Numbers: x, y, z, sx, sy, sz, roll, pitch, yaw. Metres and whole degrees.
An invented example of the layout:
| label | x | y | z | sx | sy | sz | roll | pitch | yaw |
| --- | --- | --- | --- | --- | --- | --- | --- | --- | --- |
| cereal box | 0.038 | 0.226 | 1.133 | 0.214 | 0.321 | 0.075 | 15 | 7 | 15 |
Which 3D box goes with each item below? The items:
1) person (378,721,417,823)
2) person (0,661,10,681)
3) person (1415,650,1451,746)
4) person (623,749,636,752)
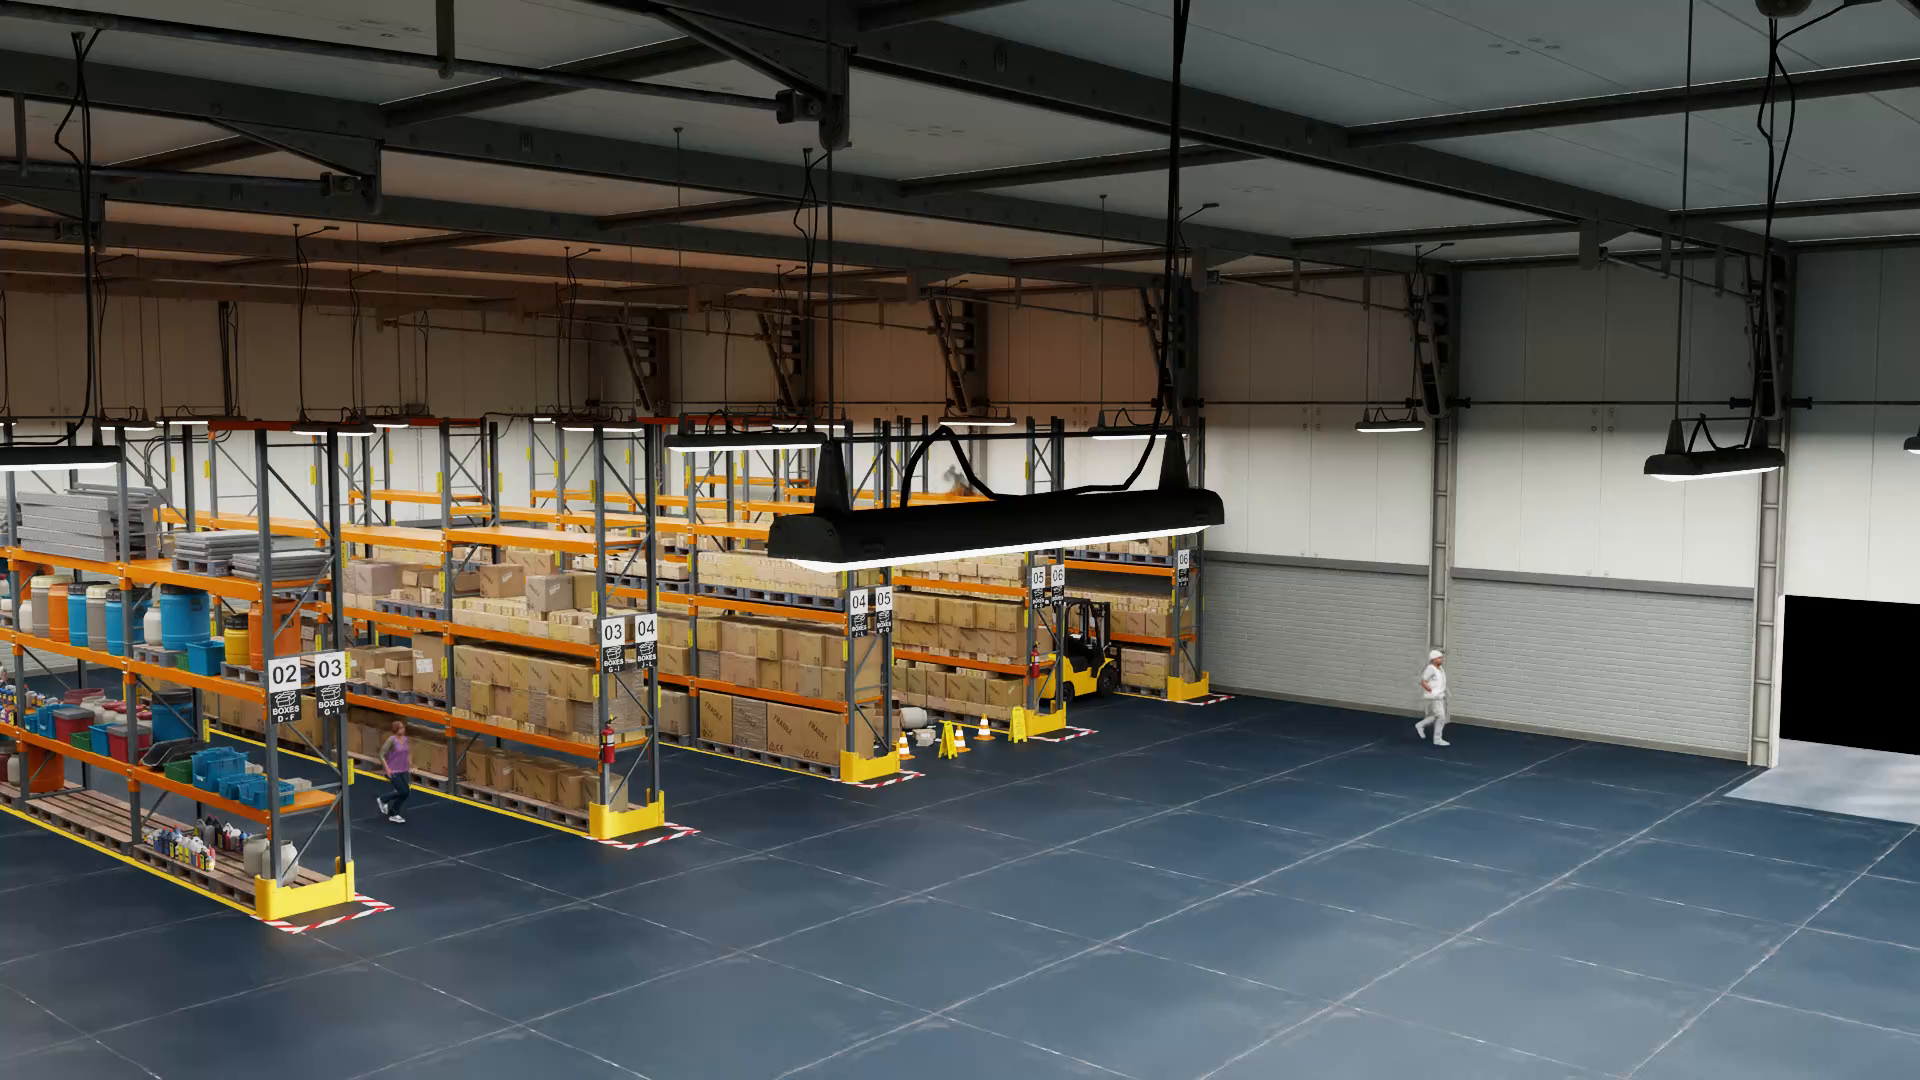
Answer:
| label | x | y | z | sx | sy | sz | roll | pitch | yaw |
| --- | --- | --- | --- | --- | --- | --- | --- | --- | --- |
| person | -8.476 | 3.486 | 25.030 | 0.578 | 1.551 | 0.523 | 2 | 5 | 25 |
| person | -18.676 | 2.846 | 32.227 | 0.504 | 1.635 | 0.605 | 1 | 5 | 17 |
| person | 8.717 | 2.902 | 30.707 | 0.696 | 1.749 | 0.705 | 3 | 6 | 34 |
| person | -6.176 | 2.957 | 30.133 | 0.780 | 1.747 | 0.663 | 3 | 6 | 33 |
